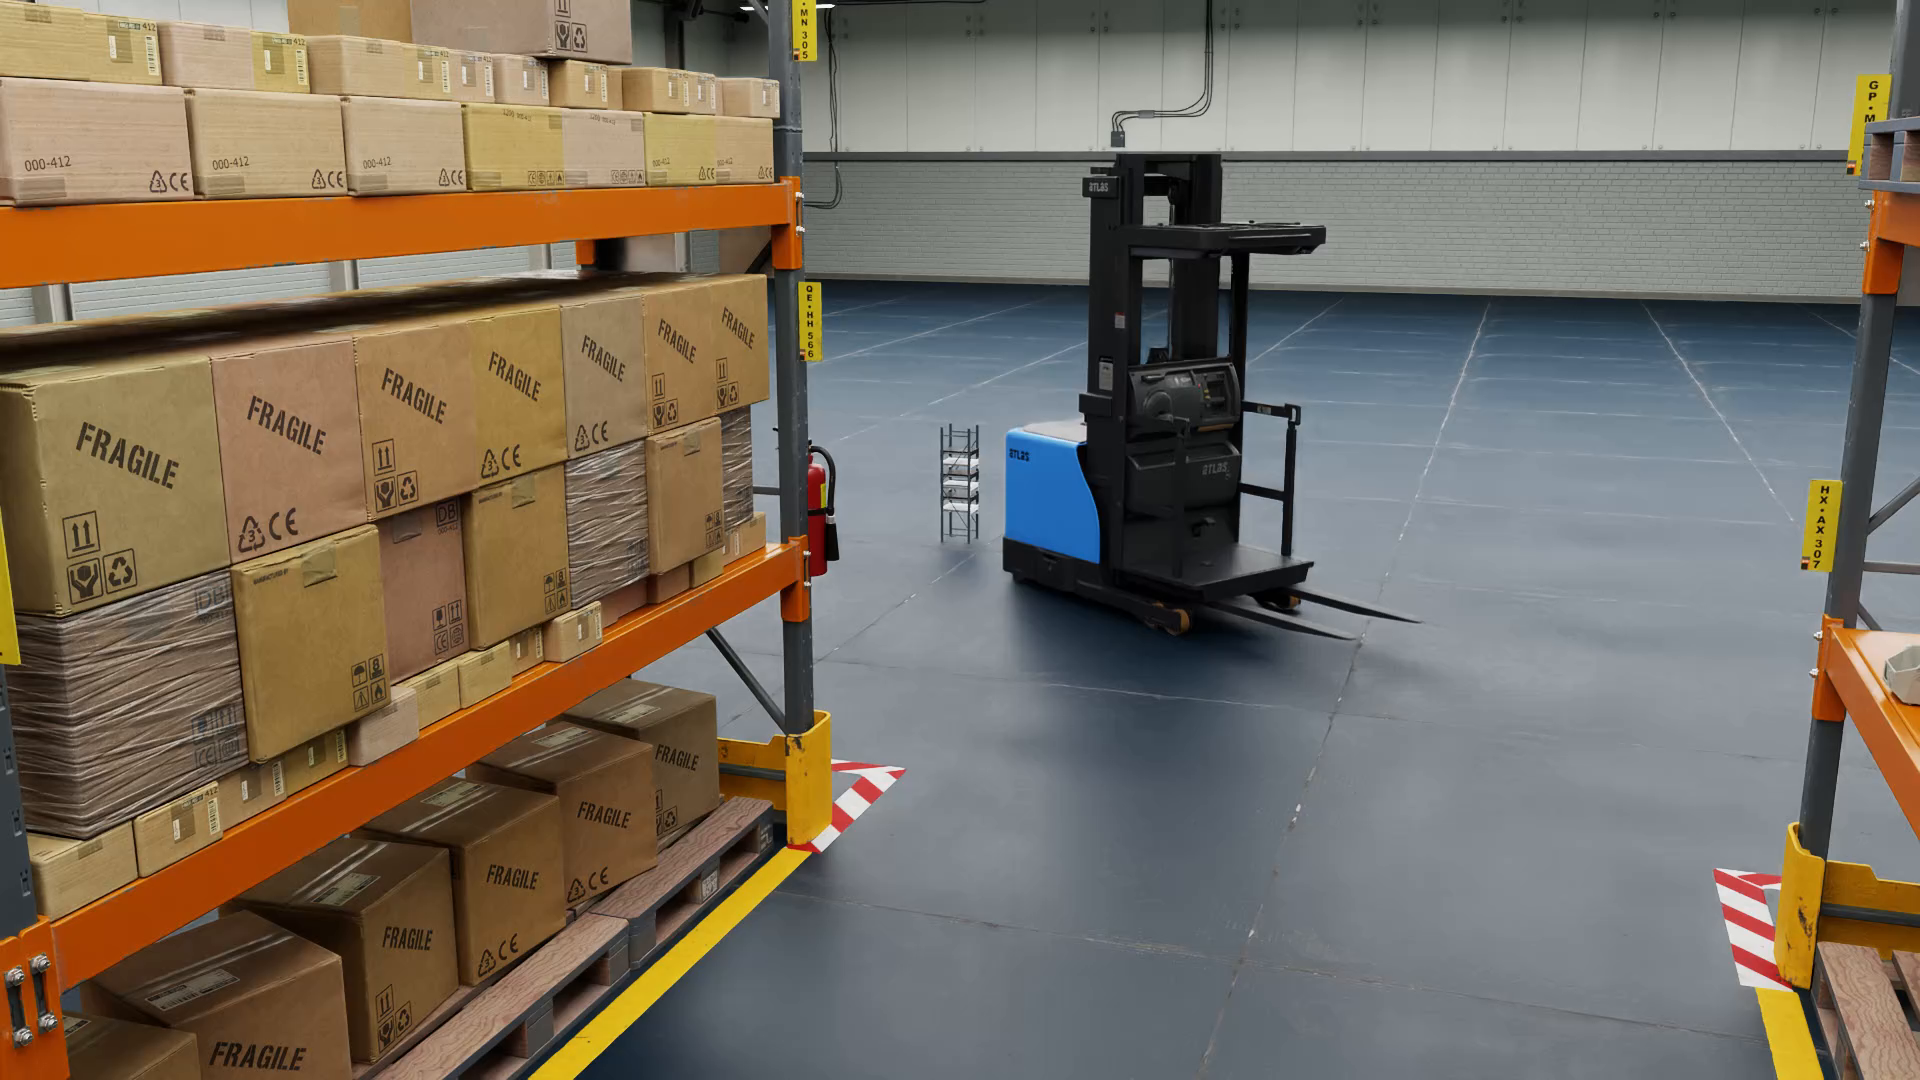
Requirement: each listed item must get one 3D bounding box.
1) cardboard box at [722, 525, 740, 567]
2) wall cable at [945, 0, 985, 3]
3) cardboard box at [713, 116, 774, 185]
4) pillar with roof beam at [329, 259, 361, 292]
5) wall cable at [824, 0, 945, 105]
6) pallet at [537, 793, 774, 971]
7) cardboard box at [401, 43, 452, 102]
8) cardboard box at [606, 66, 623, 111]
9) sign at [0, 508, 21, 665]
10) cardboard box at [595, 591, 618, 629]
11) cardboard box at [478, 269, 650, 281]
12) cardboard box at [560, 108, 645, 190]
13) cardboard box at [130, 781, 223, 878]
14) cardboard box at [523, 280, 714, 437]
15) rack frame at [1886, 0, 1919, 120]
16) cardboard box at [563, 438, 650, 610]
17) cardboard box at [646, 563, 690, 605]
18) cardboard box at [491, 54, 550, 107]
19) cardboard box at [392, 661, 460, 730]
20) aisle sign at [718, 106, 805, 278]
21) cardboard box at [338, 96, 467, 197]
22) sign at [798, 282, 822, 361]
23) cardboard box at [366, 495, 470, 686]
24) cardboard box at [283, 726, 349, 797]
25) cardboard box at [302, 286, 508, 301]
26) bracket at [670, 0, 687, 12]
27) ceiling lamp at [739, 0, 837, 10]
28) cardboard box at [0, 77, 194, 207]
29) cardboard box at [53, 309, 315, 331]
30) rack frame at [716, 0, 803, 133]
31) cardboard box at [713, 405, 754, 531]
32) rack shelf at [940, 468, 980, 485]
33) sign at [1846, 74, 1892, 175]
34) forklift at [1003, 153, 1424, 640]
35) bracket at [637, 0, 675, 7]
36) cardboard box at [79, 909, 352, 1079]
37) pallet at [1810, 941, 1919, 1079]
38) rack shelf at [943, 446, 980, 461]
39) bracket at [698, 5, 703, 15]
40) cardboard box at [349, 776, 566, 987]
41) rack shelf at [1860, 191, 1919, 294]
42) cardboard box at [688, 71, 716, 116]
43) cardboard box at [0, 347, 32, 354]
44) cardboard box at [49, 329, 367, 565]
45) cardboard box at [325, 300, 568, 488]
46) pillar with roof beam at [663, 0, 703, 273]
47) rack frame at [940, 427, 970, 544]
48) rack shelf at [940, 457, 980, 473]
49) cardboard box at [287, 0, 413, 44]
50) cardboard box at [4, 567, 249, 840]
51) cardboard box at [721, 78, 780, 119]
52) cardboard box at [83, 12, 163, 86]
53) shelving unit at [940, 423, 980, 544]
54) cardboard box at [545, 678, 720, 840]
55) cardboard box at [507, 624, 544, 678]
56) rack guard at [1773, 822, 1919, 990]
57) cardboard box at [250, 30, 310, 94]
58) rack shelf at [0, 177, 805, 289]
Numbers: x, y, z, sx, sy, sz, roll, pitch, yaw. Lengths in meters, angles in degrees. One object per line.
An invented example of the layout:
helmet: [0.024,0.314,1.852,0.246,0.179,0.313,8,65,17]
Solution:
cardboard box: [-1.118,0.019,6.730,0.380,0.149,0.250,4,14,18]
wall cable: [1.107,-13.734,38.346,3.097,2.526,0.112,4,14,18]
cardboard box: [-1.055,-1.501,6.419,0.500,0.250,0.500,5,14,20]
pillar with roof beam: [-6.395,-7.624,26.170,9.100,9.000,0.400,4,14,18]
wall cable: [-1.822,-11.740,39.829,3.097,2.526,0.112,4,14,18]
pallet: [-1.460,1.313,6.762,1.003,0.211,1.213,4,14,18]
cardboard box: [-1.651,-1.296,4.627,0.380,0.149,0.250,4,13,17]
cardboard box: [-1.371,-1.525,5.626,0.380,0.149,0.250,5,14,19]
sign: [-1.907,0.086,3.270,0.100,0.325,0.005,4,14,18]
cardboard box: [-1.425,0.230,5.802,0.380,0.149,0.250,4,14,18]
cardboard box: [-1.575,-0.816,6.684,0.500,0.500,0.500,4,14,18]
cardboard box: [-1.388,-1.288,5.487,0.500,0.250,0.500,5,14,20]
cardboard box: [-1.986,0.658,3.929,0.380,0.149,0.250,4,14,18]
cardboard box: [-1.240,-0.673,6.057,0.500,0.500,0.500,4,14,18]
rack frame: [3.547,-2.800,5.031,1.000,3.000,0.127,4,14,18]
cardboard box: [-1.594,-0.095,5.771,0.875,0.500,0.500,4,14,18]
cardboard box: [-1.246,0.126,6.257,0.380,0.149,0.250,4,14,18]
cardboard box: [-1.495,-1.406,5.108,0.380,0.149,0.250,4,13,16]
cardboard box: [-1.698,0.445,4.863,0.380,0.149,0.250,4,14,18]
aisle sign: [-0.836,-1.490,6.934,0.394,0.787,0.004,4,14,18]
cardboard box: [-1.709,-1.070,4.532,0.500,0.250,0.500,4,13,16]
sign: [-0.621,-0.906,6.903,0.100,0.325,0.005,4,14,18]
cardboard box: [-1.968,0.112,4.865,0.875,0.500,0.500,4,14,18]
cardboard box: [-1.860,0.550,4.401,0.380,0.149,0.250,4,14,18]
cardboard box: [-1.904,-0.606,5.763,0.500,0.500,0.500,4,14,18]
bracket: [-6.384,-12.103,37.703,0.235,0.232,0.430,4,14,18]
ceiling lamp: [-3.342,-12.151,32.886,2.000,3.185,0.800,4,14,18]
cardboard box: [-2.046,-0.855,3.588,0.500,0.250,0.500,4,13,16]
cardboard box: [-2.225,-0.396,4.840,0.500,0.500,0.500,4,14,18]
rack frame: [-1.140,-3.156,6.593,1.000,3.000,0.127,4,14,18]
cardboard box: [-1.343,-0.311,6.718,0.875,0.500,0.500,4,14,18]
rack shelf: [-0.003,-0.492,12.868,0.258,0.077,0.200,4,14,18]
sign: [3.028,-1.382,5.541,0.100,0.325,0.005,4,14,18]
forklift: [1.587,-0.957,10.596,1.130,2.935,3.031,-9,16,-36]
bracket: [-7.218,-11.560,35.326,0.076,0.066,4.783,4,14,18]
cardboard box: [-2.088,1.422,4.689,0.500,0.500,0.500,10,16,36]
pallet: [3.299,1.675,5.176,1.003,0.211,1.213,4,14,18]
rack shelf: [-0.003,-0.668,12.828,0.258,0.077,0.200,4,14,18]
bracket: [-6.116,-12.278,38.468,0.235,0.232,0.430,4,14,18]
cardboard box: [-1.739,1.172,5.787,0.500,0.500,0.500,6,14,24]
rack shelf: [2.900,-0.565,3.599,1.077,0.370,4.000,4,14,18]
cardboard box: [-1.114,-1.622,6.054,0.380,0.149,0.250,4,13,16]
cardboard box: [-2.549,-0.185,3.917,0.500,0.500,0.500,4,14,18]
cardboard box: [-1.887,-0.252,4.212,0.500,0.500,0.500,4,14,18]
cardboard box: [-1.574,-0.464,5.138,0.500,0.500,0.500,4,14,18]
pillar with roof beam: [-2.512,-10.151,37.240,9.100,9.000,0.548,4,14,18]
rack frame: [-0.036,-0.416,12.787,0.240,0.900,0.006,4,14,18]
rack shelf: [-0.003,-0.580,12.848,0.258,0.077,0.200,4,14,18]
cardboard box: [-1.875,-1.838,5.543,0.500,0.500,0.500,4,14,18]
cardboard box: [-2.230,0.327,3.922,0.875,0.500,0.500,4,14,18]
cardboard box: [-0.934,-1.734,6.545,0.380,0.149,0.250,4,14,18]
cardboard box: [-2.015,-1.080,3.679,0.380,0.149,0.250,4,13,16]
shelving unit: [-0.003,-0.437,12.880,0.258,0.900,0.210,4,14,18]
cardboard box: [-1.357,0.913,6.921,0.500,0.500,0.500,7,15,29]
cardboard box: [-1.569,0.337,5.335,0.380,0.149,0.250,4,14,18]
rack guard: [3.567,1.363,5.891,1.175,0.500,0.348,4,14,18]
cardboard box: [-1.869,-1.190,4.163,0.380,0.149,0.250,5,14,20]
rack shelf: [-1.787,-0.922,5.162,1.077,0.370,4.000,4,14,18]
